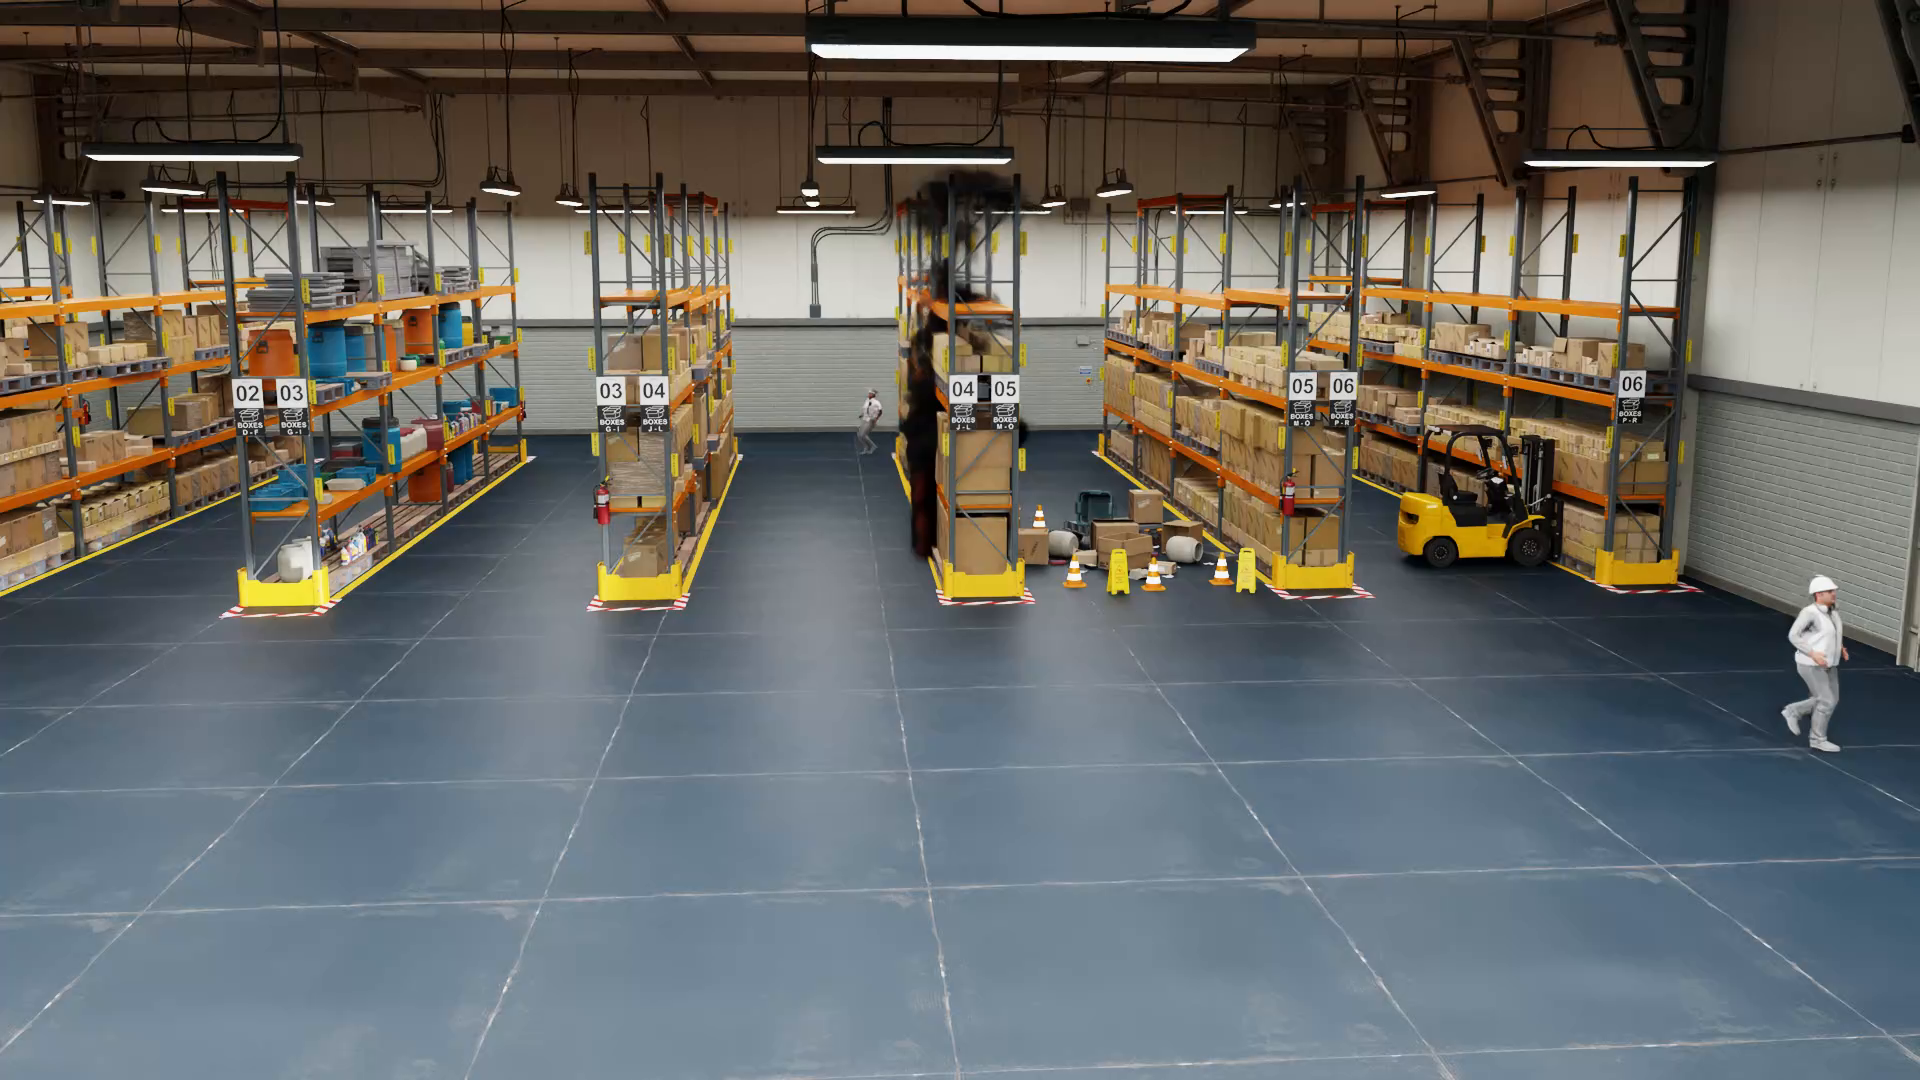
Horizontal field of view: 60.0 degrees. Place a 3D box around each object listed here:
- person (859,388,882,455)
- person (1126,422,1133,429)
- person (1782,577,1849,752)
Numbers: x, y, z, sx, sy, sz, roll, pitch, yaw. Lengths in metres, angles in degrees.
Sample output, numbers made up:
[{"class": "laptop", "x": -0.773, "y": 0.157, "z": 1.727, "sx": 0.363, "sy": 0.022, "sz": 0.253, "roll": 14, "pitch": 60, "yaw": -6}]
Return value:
[{"class": "person", "x": -2.225, "y": -2.878, "z": 40.383, "sx": 0.506, "sy": 1.651, "sz": 0.598, "roll": -5, "pitch": 11, "yaw": -26}, {"class": "person", "x": 4.334, "y": -3.131, "z": 41.456, "sx": 0.876, "sy": 1.711, "sz": 0.657, "roll": 7, "pitch": 12, "yaw": 33}, {"class": "person", "x": 8.616, "y": 1.228, "z": 16.744, "sx": 0.683, "sy": 1.743, "sz": 0.675, "roll": -6, "pitch": 12, "yaw": -32}]
